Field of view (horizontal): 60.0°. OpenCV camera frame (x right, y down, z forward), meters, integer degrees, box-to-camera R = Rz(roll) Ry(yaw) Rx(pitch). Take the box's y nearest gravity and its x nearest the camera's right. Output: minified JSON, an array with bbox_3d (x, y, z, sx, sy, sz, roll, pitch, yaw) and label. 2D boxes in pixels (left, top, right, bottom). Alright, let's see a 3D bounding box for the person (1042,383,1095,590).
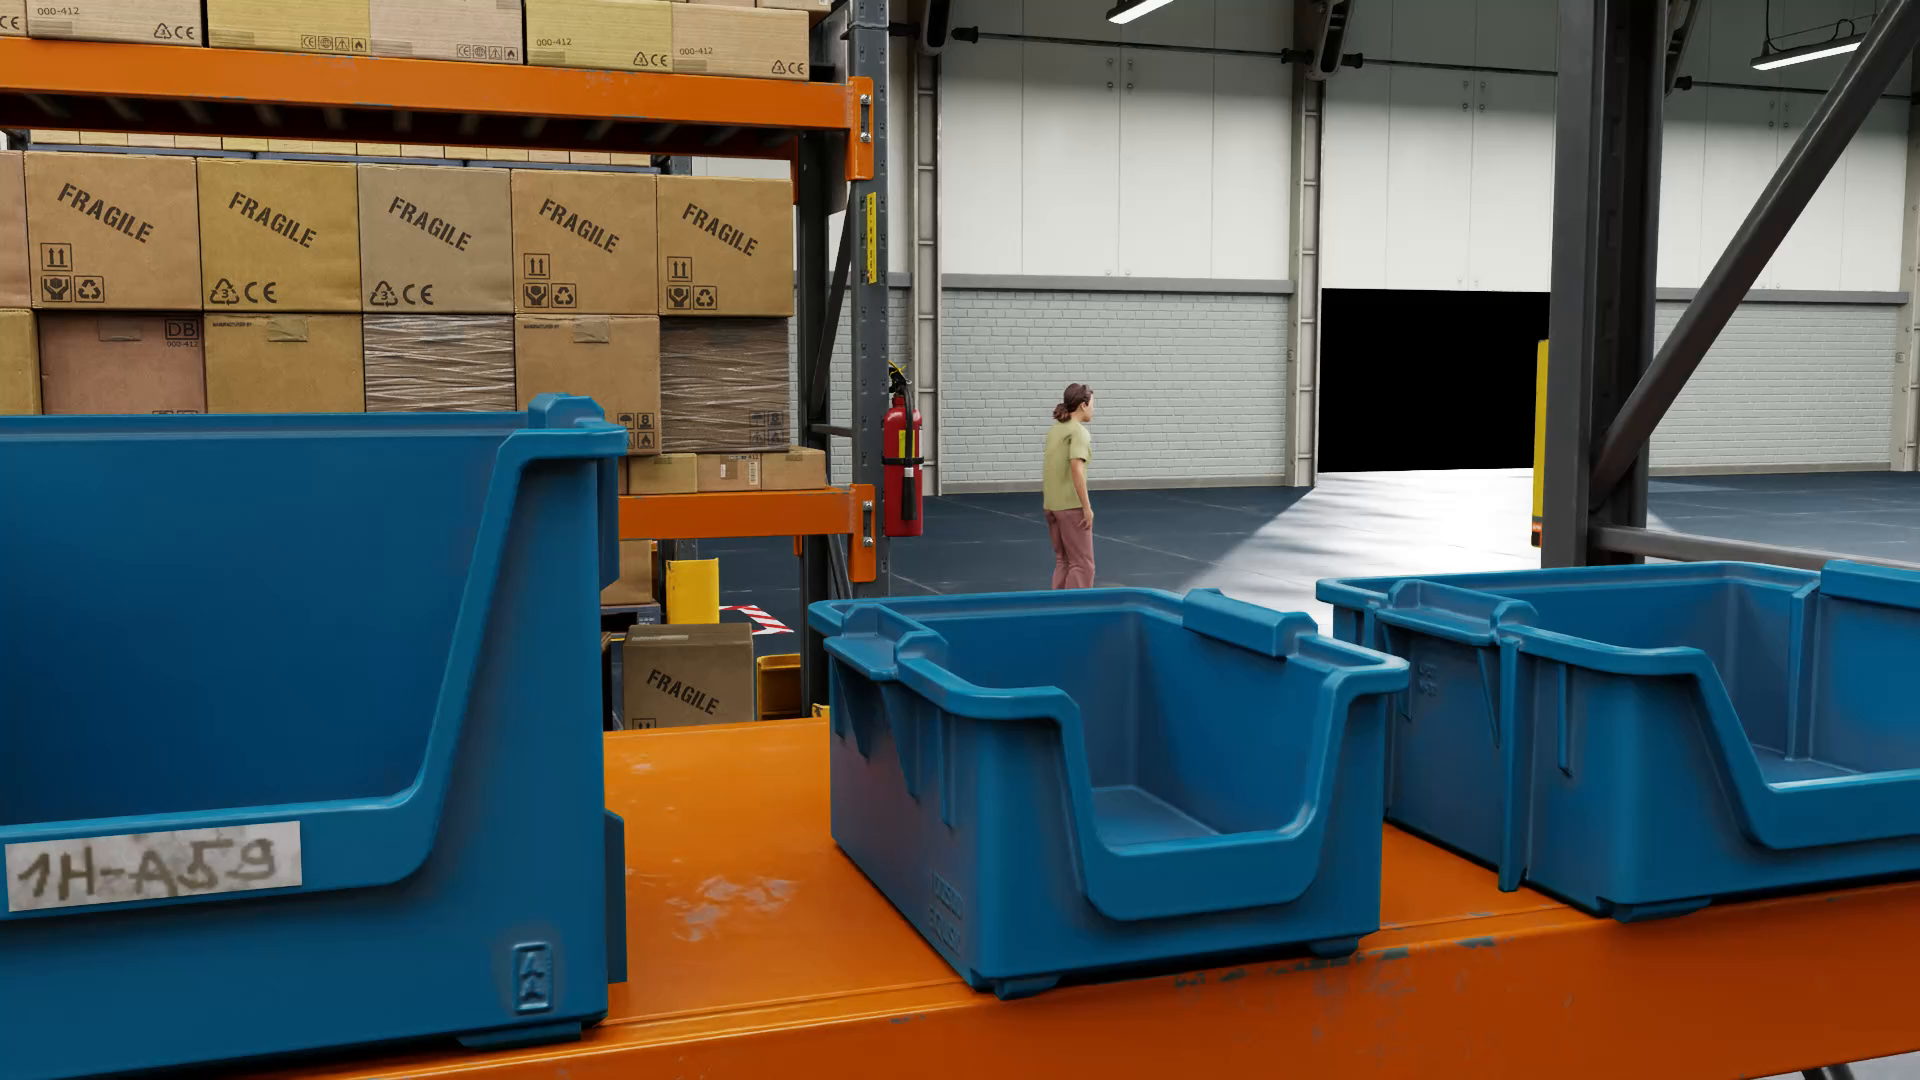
[{"bbox_3d":[0.736,-0.189,10.890,0.362,1.671,0.517,-2,6,-22],"label":"person"}]
